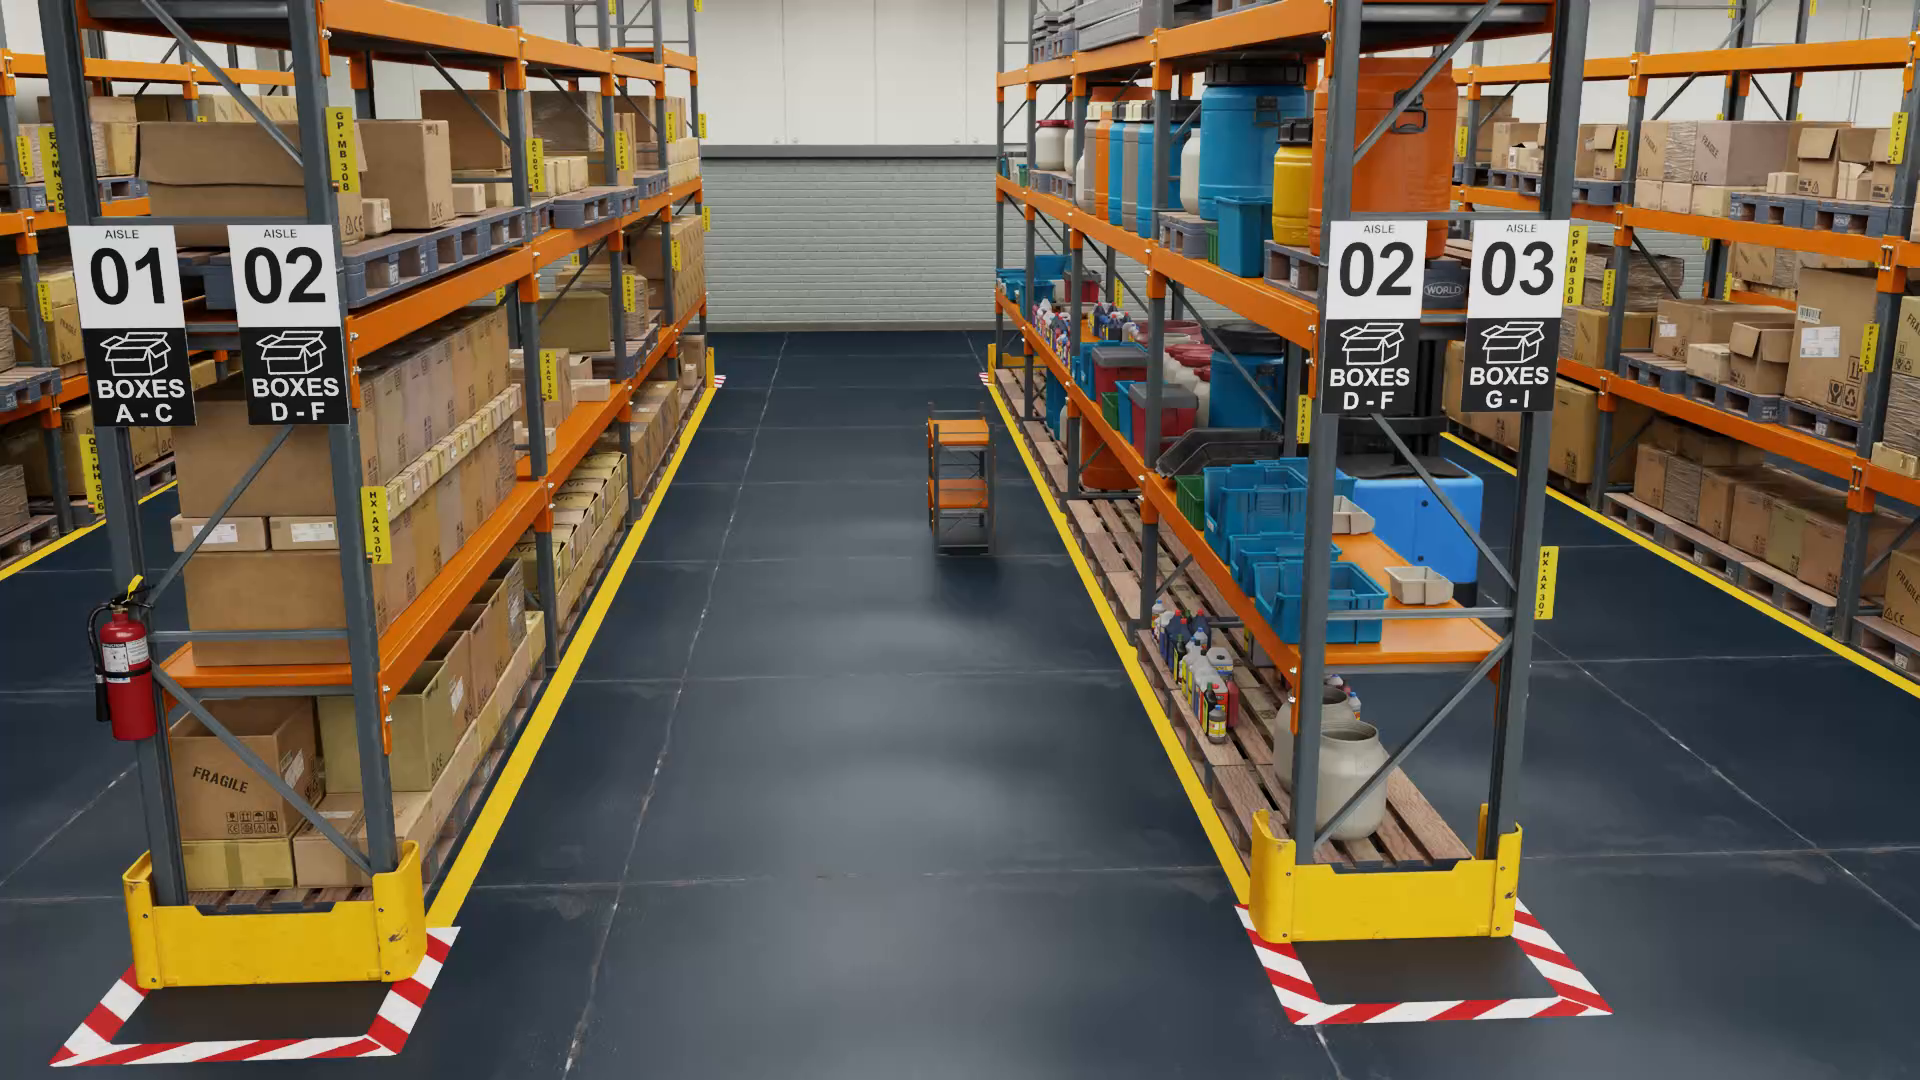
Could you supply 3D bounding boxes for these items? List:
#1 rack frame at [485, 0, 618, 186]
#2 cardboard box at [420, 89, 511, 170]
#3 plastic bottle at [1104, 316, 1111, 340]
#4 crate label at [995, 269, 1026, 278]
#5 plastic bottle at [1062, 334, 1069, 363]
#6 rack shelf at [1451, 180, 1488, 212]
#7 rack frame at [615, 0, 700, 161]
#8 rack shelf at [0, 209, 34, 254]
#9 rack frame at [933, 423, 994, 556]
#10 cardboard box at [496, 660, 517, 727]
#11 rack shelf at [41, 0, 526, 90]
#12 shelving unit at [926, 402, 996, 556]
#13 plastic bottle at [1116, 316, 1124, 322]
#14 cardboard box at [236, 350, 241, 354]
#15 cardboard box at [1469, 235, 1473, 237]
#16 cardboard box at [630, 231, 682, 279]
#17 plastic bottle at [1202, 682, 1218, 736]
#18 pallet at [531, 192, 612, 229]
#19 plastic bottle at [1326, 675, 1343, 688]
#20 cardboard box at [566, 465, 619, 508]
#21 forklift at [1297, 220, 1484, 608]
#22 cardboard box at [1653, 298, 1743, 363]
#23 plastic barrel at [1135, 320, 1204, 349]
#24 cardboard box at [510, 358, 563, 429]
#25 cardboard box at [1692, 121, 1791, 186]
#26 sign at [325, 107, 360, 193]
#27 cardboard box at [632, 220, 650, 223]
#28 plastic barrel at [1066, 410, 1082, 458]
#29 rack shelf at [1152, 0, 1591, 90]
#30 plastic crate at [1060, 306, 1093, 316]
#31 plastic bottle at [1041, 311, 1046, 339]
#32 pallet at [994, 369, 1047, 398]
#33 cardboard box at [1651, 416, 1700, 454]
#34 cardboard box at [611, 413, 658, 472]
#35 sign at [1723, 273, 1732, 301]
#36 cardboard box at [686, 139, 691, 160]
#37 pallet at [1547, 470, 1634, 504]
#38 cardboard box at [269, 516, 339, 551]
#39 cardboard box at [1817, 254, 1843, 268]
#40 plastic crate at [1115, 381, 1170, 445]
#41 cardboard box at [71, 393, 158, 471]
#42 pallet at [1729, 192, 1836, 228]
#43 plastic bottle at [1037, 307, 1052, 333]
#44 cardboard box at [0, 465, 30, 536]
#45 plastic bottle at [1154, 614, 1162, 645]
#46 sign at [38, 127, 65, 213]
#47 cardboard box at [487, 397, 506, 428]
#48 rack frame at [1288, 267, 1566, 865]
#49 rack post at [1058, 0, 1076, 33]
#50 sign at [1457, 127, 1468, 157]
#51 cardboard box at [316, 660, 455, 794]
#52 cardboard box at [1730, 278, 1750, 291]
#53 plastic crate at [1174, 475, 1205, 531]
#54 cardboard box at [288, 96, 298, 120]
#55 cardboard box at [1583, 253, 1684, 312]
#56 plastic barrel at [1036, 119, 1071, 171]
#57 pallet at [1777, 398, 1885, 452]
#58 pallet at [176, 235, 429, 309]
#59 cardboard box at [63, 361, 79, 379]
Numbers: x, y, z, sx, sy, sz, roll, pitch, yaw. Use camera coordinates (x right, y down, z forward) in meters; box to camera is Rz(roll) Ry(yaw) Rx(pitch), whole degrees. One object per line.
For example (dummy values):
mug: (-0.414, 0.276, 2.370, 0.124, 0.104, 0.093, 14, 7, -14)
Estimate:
rack frame: (-3.453, -4.491, 13.922, 1.000, 3.000, 0.127, -1, 14, -3)
cardboard box: (-3.204, -2.691, 10.900, 0.500, 0.500, 0.500, -1, 14, -3)
plastic bottle: (1.544, -2.187, 17.263, 0.097, 0.271, 0.097, 0, 14, 0)
crate label: (0.682, -3.532, 22.450, 0.416, 0.233, 0.303, -1, 14, -3)
plastic bottle: (1.025, -1.828, 15.868, 0.097, 0.271, 0.097, 0, 14, 0)
rack shelf: (6.063, -4.334, 20.775, 1.077, 0.370, 4.000, -1, 14, -3)
rack frame: (-3.948, -6.481, 21.654, 1.000, 3.000, 0.127, -1, 14, -3)
rack shelf: (-8.273, -2.115, 12.151, 1.077, 0.370, 4.000, -1, 14, -3)
rack frame: (0.031, -0.420, 13.901, 0.500, 1.125, 0.032, -1, 14, -3)
cardboard box: (-2.891, 0.898, 9.692, 0.500, 0.250, 0.500, -1, 14, -3)
rack shelf: (-3.081, -2.457, 8.261, 1.077, 0.370, 4.000, -1, 14, -3)
shelving unit: (0.000, -0.546, 14.393, 0.538, 1.125, 1.048, -1, 14, -3)
plastic bottle: (1.667, -2.195, 17.288, 0.152, 0.276, 0.135, -1, 14, -3)
cardboard box: (-8.460, -2.215, 19.988, 0.380, 0.149, 0.250, -1, 14, -5)
cardboard box: (5.865, -3.402, 19.927, 0.500, 0.500, 0.500, -1, 14, -3)
cardboard box: (-3.449, -3.235, 18.871, 0.500, 0.500, 0.500, -1, 14, -2)
plastic bottle: (1.410, 0.952, 9.374, 0.061, 0.283, 0.133, -1, 14, -2)
pallet: (-3.249, -2.501, 12.587, 1.003, 0.211, 1.213, 0, 14, -1)
plastic bottle: (2.164, 0.896, 9.618, 0.097, 0.271, 0.097, 0, 14, 0)
cardboard box: (-3.136, -0.473, 13.896, 0.500, 0.311, 0.500, -1, 14, -4)
forklift: (3.183, -1.175, 13.211, 1.130, 2.935, 3.031, -1, 14, -3)
cardboard box: (6.508, -1.856, 14.675, 0.500, 0.500, 0.500, -3, 15, -10)
plastic barrel: (1.822, -1.616, 14.515, 0.600, 0.536, 0.708, -1, 14, -3)
cardboard box: (-3.300, -1.086, 12.527, 0.500, 0.500, 0.500, -1, 14, -3)
cardboard box: (6.273, -3.109, 13.365, 0.500, 0.500, 0.500, -1, 14, -5)
sign: (-2.403, -1.517, 6.471, 0.100, 0.325, 0.005, -1, 14, -3)
cardboard box: (-4.118, -3.739, 20.831, 0.500, 0.500, 0.500, -1, 14, -3)
plastic barrel: (1.374, -1.099, 16.774, 0.600, 0.588, 0.708, -1, 14, -3)
rack shelf: (1.863, -2.532, 8.555, 1.077, 0.370, 4.000, -1, 14, -3)
plastic crate: (1.357, -2.675, 19.313, 0.396, 0.136, 0.243, -1, 14, -3)
plastic bottle: (0.895, -2.281, 17.605, 0.061, 0.283, 0.133, -1, 14, -3)
pallet: (1.008, -2.095, 22.243, 1.003, 0.211, 1.213, -1, 14, -3)
cardboard box: (6.506, -0.937, 14.777, 0.500, 0.250, 0.500, 0, 14, -1)
cardboard box: (-3.260, -0.961, 16.374, 0.500, 0.500, 0.500, -1, 14, -4)
sign: (6.976, -2.271, 15.167, 0.100, 0.325, 0.005, -1, 14, -3)
cardboard box: (-3.604, -4.825, 20.536, 0.500, 0.250, 0.500, -1, 14, -3)
pallet: (6.461, -0.584, 16.374, 1.003, 0.211, 1.213, -1, 14, -3)
cardboard box: (-2.767, -0.059, 7.235, 0.380, 0.149, 0.250, -1, 14, -4)
cardboard box: (10.801, -3.221, 20.229, 0.500, 0.500, 0.500, -1, 14, -5)
plastic crate: (1.360, -0.928, 12.146, 0.392, 0.384, 0.575, -1, 14, -3)
cardboard box: (-8.359, -1.073, 16.150, 0.750, 0.750, 0.750, -1, 14, -4)
pallet: (6.683, -2.518, 12.648, 1.213, 0.211, 1.003, -1, 14, -3)
plastic bottle: (0.915, -2.384, 18.021, 0.152, 0.276, 0.135, -1, 14, -3)
cardboard box: (-8.300, -0.332, 13.932, 0.700, 0.500, 0.500, -1, 14, -3)
plastic bottle: (1.328, 0.587, 10.958, 0.097, 0.201, 0.097, 0, 14, 0)
sign: (-3.500, -1.434, 6.443, 0.100, 0.325, 0.005, -1, 14, -3)
cardboard box: (-2.942, -0.762, 9.967, 0.380, 0.149, 0.250, -1, 14, -5)
rack frame: (1.987, 0.328, 7.230, 1.000, 3.000, 0.127, -1, 14, -3)
rack post: (1.405, -4.709, 14.922, 0.954, 0.300, 0.937, -1, 14, -3)
sign: (5.633, -4.465, 18.643, 0.100, 0.325, 0.005, -1, 14, -3)
cardboard box: (-2.801, 0.908, 8.148, 0.500, 0.500, 0.500, -1, 14, -3)
cardboard box: (10.609, -3.441, 22.384, 0.380, 0.149, 0.250, -1, 14, -5)
plastic crate: (1.541, -0.222, 9.794, 0.450, 0.188, 0.662, -1, 14, -3)
cardboard box: (-8.575, -5.315, 20.897, 0.500, 0.500, 0.500, -1, 14, -4)
cardboard box: (6.406, -2.454, 15.830, 0.797, 0.503, 0.637, 0, 14, -2)
plastic barrel: (1.026, -4.243, 17.862, 0.433, 0.535, 0.433, 0, 14, 0)
pallet: (6.780, -0.842, 12.165, 1.003, 0.211, 1.213, -1, 14, -3)
pallet: (-2.975, -1.182, 7.259, 1.003, 0.211, 1.213, -1, 14, -3)
cardboard box: (-8.193, -1.544, 14.973, 0.380, 0.149, 0.250, -1, 14, -3)
